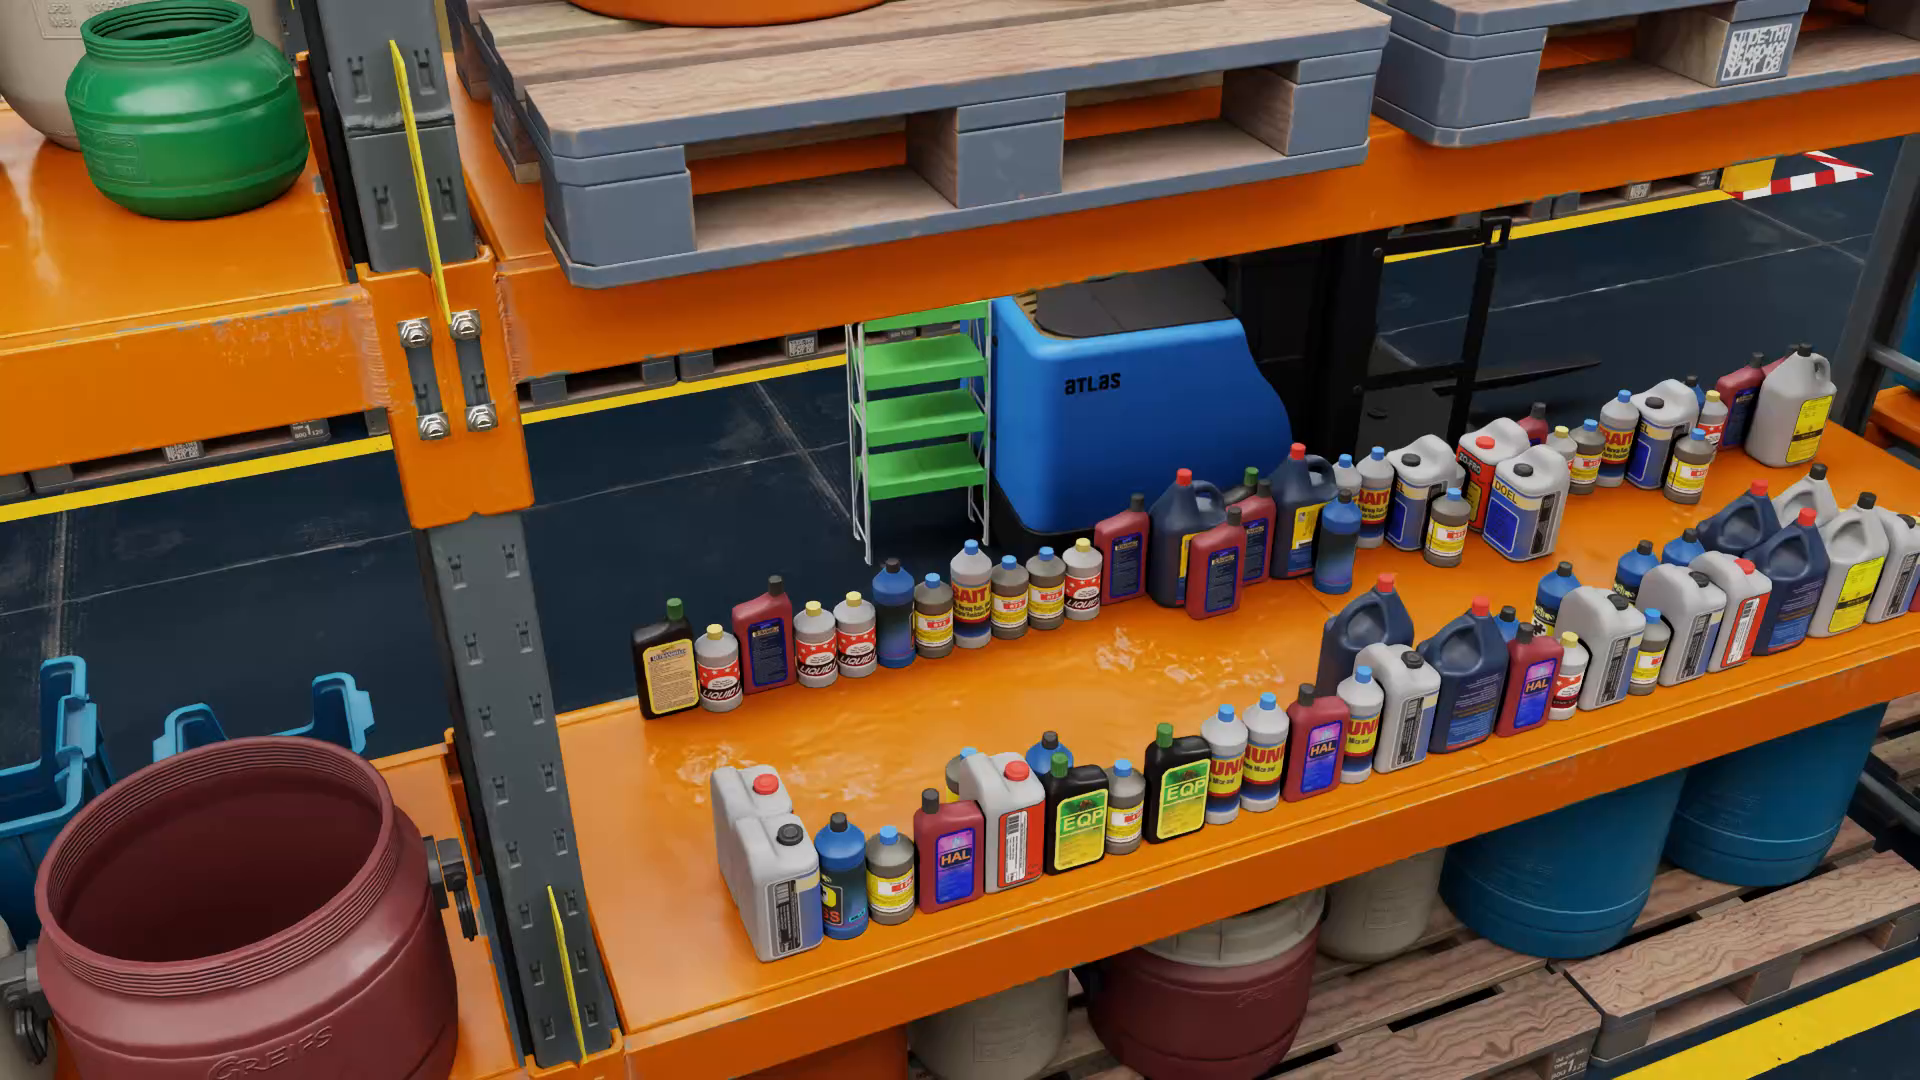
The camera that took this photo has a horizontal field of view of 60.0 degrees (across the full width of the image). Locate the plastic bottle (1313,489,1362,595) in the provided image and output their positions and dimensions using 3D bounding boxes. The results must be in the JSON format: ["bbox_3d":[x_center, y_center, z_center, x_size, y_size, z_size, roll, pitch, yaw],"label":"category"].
[{"bbox_3d":[0.938,-0.003,4.122,0.097,0.271,0.097,0,33,0],"label":"plastic bottle"}]

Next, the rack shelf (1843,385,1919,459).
[{"bbox_3d":[4.665,-0.452,5.354,4.000,0.370,1.077,-13,35,-19],"label":"rack shelf"}]

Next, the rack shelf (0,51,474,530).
[{"bbox_3d":[-2.711,-0.020,1.940,4.000,0.370,1.077,-13,35,-19],"label":"rack shelf"}]

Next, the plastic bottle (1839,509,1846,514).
[{"bbox_3d":[2.181,0.016,4.157,0.097,0.201,0.097,0,33,0],"label":"plastic bottle"}]

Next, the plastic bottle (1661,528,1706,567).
[{"bbox_3d":[1.716,0.093,3.975,0.097,0.271,0.097,0,33,0],"label":"plastic bottle"}]

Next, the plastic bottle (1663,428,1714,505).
[{"bbox_3d":[1.975,-0.206,4.498,0.097,0.201,0.097,0,33,0],"label":"plastic bottle"}]

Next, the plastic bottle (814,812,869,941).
[{"bbox_3d":[-0.225,0.627,3.153,0.097,0.271,0.097,0,33,0],"label":"plastic bottle"}]

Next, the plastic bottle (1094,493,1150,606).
[{"bbox_3d":[0.395,0.021,4.075,0.133,0.283,0.061,-13,35,-19],"label":"plastic bottle"}]

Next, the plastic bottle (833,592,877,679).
[{"bbox_3d":[-0.243,0.212,3.856,0.097,0.201,0.097,0,33,0],"label":"plastic bottle"}]

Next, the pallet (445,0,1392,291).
[{"bbox_3d":[-0.124,-0.777,2.617,1.213,0.211,1.003,-13,35,-19],"label":"pallet"}]

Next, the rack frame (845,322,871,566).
[{"bbox_3d":[-0.393,-0.465,6.364,0.015,1.200,0.240,-9,34,-14],"label":"rack frame"}]

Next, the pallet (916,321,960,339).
[{"bbox_3d":[0.172,-1.463,8.806,1.213,0.211,1.003,-13,35,-19],"label":"pallet"}]

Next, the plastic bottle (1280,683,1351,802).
[{"bbox_3d":[0.740,0.412,3.473,0.133,0.283,0.061,-13,35,-19],"label":"plastic bottle"}]

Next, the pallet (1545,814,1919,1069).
[{"bbox_3d":[2.094,0.979,5.051,1.213,0.211,1.003,-13,35,-19],"label":"pallet"}]

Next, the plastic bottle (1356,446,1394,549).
[{"bbox_3d":[1.062,-0.116,4.296,0.097,0.271,0.097,0,33,0],"label":"plastic bottle"}]

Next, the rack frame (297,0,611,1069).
[{"bbox_3d":[-0.867,0.513,3.211,0.127,3.000,1.000,-13,35,-19],"label":"rack frame"}]

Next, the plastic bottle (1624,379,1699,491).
[{"bbox_3d":[1.910,-0.296,4.568,0.135,0.276,0.152,-13,35,-19],"label":"plastic bottle"}]

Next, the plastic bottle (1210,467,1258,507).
[{"bbox_3d":[0.688,-0.046,4.178,0.133,0.283,0.061,-13,35,-19],"label":"plastic bottle"}]

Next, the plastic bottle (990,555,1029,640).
[{"bbox_3d":[0.116,0.130,3.982,0.097,0.201,0.097,0,33,0],"label":"plastic bottle"}]

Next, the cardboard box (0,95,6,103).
[{"bbox_3d":[-3.680,-1.850,6.924,0.500,0.311,0.500,-13,35,-19],"label":"cardboard box"}]

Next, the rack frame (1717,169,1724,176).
[{"bbox_3d":[4.595,-3.668,9.636,0.127,3.000,1.000,-13,35,-19],"label":"rack frame"}]

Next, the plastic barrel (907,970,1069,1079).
[{"bbox_3d":[0.064,1.104,4.199,0.421,0.512,0.421,0,33,0],"label":"plastic barrel"}]

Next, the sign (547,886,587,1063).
[{"bbox_3d":[-0.647,0.720,2.744,0.005,0.325,0.100,-13,35,-19],"label":"sign"}]

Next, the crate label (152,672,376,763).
[{"bbox_3d":[-1.400,0.484,3.410,0.416,0.233,0.303,-13,35,-19],"label":"crate label"}]

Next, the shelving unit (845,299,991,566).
[{"bbox_3d":[-0.159,-0.503,6.422,0.503,1.200,0.258,-9,34,-14],"label":"shelving unit"}]

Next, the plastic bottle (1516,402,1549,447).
[{"bbox_3d":[1.499,-0.232,4.463,0.133,0.283,0.061,-13,35,-19],"label":"plastic bottle"}]

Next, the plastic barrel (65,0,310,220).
[{"bbox_3d":[-1.075,-0.601,2.316,0.294,0.245,0.294,0,33,0],"label":"plastic barrel"}]

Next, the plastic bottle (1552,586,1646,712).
[{"bbox_3d":[1.443,0.227,3.764,0.135,0.276,0.152,-13,35,-19],"label":"plastic bottle"}]

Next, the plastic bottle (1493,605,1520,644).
[{"bbox_3d":[1.201,0.265,3.710,0.097,0.271,0.097,0,33,0],"label":"plastic bottle"}]

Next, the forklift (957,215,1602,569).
[{"bbox_3d":[1.561,-1.480,6.336,3.031,2.935,1.130,-9,34,-14],"label":"forklift"}]

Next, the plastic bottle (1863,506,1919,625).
[{"bbox_3d":[2.246,0.043,4.047,0.135,0.276,0.152,-13,35,-19],"label":"plastic bottle"}]

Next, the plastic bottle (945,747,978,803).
[{"bbox_3d":[0.019,0.511,3.396,0.097,0.201,0.097,0,33,0],"label":"plastic bottle"}]

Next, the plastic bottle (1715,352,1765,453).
[{"bbox_3d":[2.195,-0.392,4.708,0.133,0.283,0.061,-13,35,-19],"label":"plastic bottle"}]

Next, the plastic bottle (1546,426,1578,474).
[{"bbox_3d":[1.613,-0.213,4.509,0.097,0.201,0.097,0,33,0],"label":"plastic bottle"}]

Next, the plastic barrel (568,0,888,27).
[{"bbox_3d":[-0.342,-1.219,2.343,0.708,0.830,0.600,-13,35,-19],"label":"plastic barrel"}]

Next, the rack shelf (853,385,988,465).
[{"bbox_3d":[-0.159,-0.449,6.457,0.480,0.148,0.258,-9,34,-14],"label":"rack shelf"}]

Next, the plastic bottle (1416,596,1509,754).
[{"bbox_3d":[1.085,0.280,3.614,0.185,0.351,0.144,-13,35,-19],"label":"plastic bottle"}]

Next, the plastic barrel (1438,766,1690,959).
[{"bbox_3d":[1.660,0.628,4.574,0.708,0.901,0.600,-13,35,-19],"label":"plastic barrel"}]

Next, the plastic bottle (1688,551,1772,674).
[{"bbox_3d":[1.781,0.150,3.883,0.135,0.276,0.152,-13,35,-19],"label":"plastic bottle"}]

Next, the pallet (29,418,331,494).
[{"bbox_3d":[-3.555,-0.656,7.564,1.213,0.211,1.003,-13,35,-19],"label":"pallet"}]

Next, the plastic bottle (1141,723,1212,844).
[{"bbox_3d":[0.438,0.481,3.367,0.133,0.283,0.061,-13,35,-19],"label":"plastic bottle"}]

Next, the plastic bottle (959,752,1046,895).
[{"bbox_3d":[0.084,0.539,3.286,0.135,0.276,0.152,-13,35,-19],"label":"plastic bottle"}]

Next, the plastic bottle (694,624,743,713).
[{"bbox_3d":[-0.545,0.281,3.750,0.097,0.201,0.097,0,33,0],"label":"plastic bottle"}]
